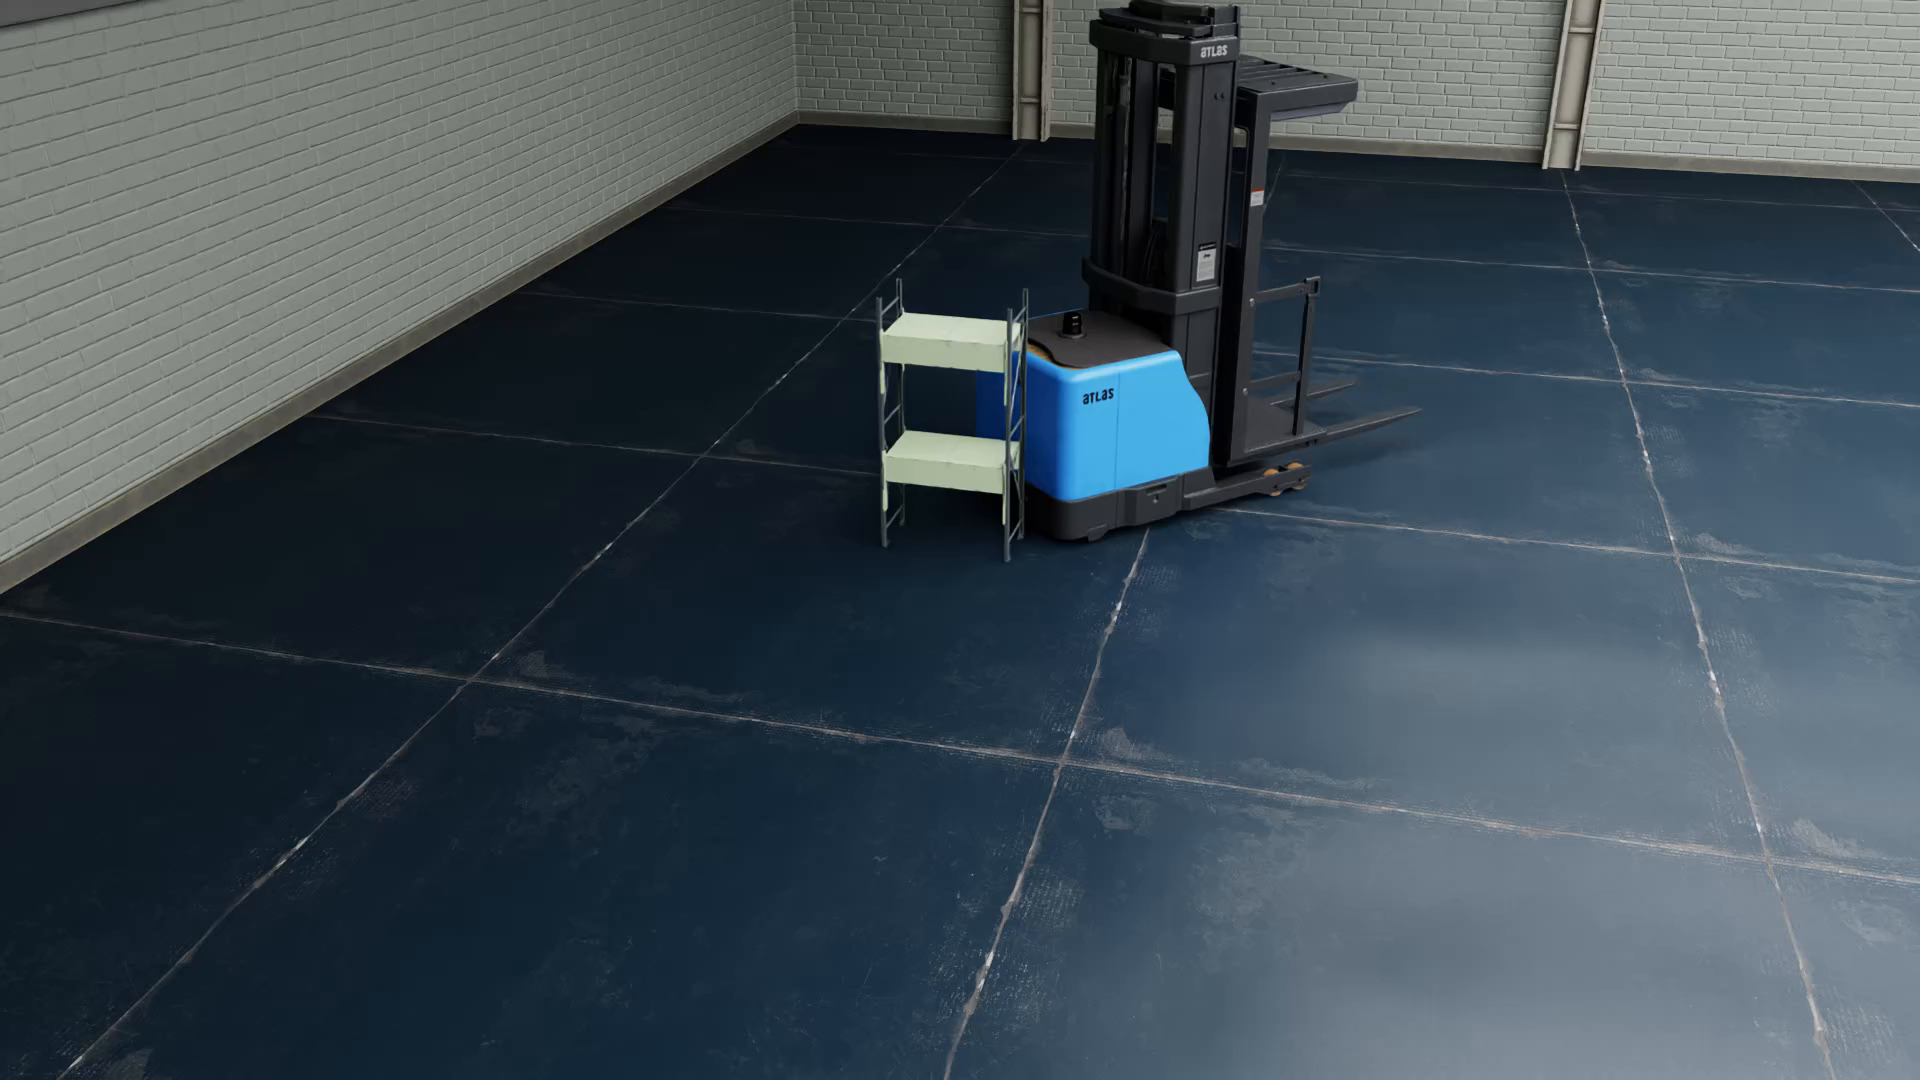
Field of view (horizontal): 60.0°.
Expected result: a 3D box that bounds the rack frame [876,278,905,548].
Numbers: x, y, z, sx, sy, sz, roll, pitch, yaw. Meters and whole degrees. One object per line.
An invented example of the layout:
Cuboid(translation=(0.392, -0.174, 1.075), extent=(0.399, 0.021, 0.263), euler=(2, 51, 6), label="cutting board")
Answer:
Cuboid(translation=(-0.393, -0.713, 9.504), extent=(0.023, 1.500, 0.400), euler=(7, 26, 14), label="rack frame")

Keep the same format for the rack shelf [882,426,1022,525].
Cuboid(translation=(-0.040, -0.377, 9.556), extent=(0.720, 0.370, 0.431), euler=(7, 26, 14), label="rack shelf")

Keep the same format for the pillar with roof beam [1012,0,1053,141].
Cuboid(translation=(-0.225, -7.061, 14.112), extent=(0.400, 9.000, 9.100), euler=(6, 26, 13), label="pillar with roof beam")

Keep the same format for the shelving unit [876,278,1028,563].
Cuboid(translation=(-0.040, -0.672, 9.416), extent=(0.755, 1.500, 0.431), euler=(7, 26, 14), label="shelving unit")

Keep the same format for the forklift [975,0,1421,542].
Cuboid(translation=(1.604, -1.772, 10.063), extent=(3.031, 2.935, 1.130), euler=(-15, 29, -28), label="forklift")

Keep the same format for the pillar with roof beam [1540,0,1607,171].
Cuboid(translation=(5.585, -6.418, 12.763), extent=(0.400, 9.000, 9.100), euler=(6, 26, 13), label="pillar with roof beam")

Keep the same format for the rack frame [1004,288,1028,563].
Cuboid(translation=(0.313, -0.630, 9.328), extent=(0.023, 1.500, 0.400), euler=(7, 26, 14), label="rack frame")

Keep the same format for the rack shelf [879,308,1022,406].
Cuboid(translation=(-0.040, -1.024, 9.248), extent=(0.720, 0.370, 0.431), euler=(7, 26, 14), label="rack shelf")
